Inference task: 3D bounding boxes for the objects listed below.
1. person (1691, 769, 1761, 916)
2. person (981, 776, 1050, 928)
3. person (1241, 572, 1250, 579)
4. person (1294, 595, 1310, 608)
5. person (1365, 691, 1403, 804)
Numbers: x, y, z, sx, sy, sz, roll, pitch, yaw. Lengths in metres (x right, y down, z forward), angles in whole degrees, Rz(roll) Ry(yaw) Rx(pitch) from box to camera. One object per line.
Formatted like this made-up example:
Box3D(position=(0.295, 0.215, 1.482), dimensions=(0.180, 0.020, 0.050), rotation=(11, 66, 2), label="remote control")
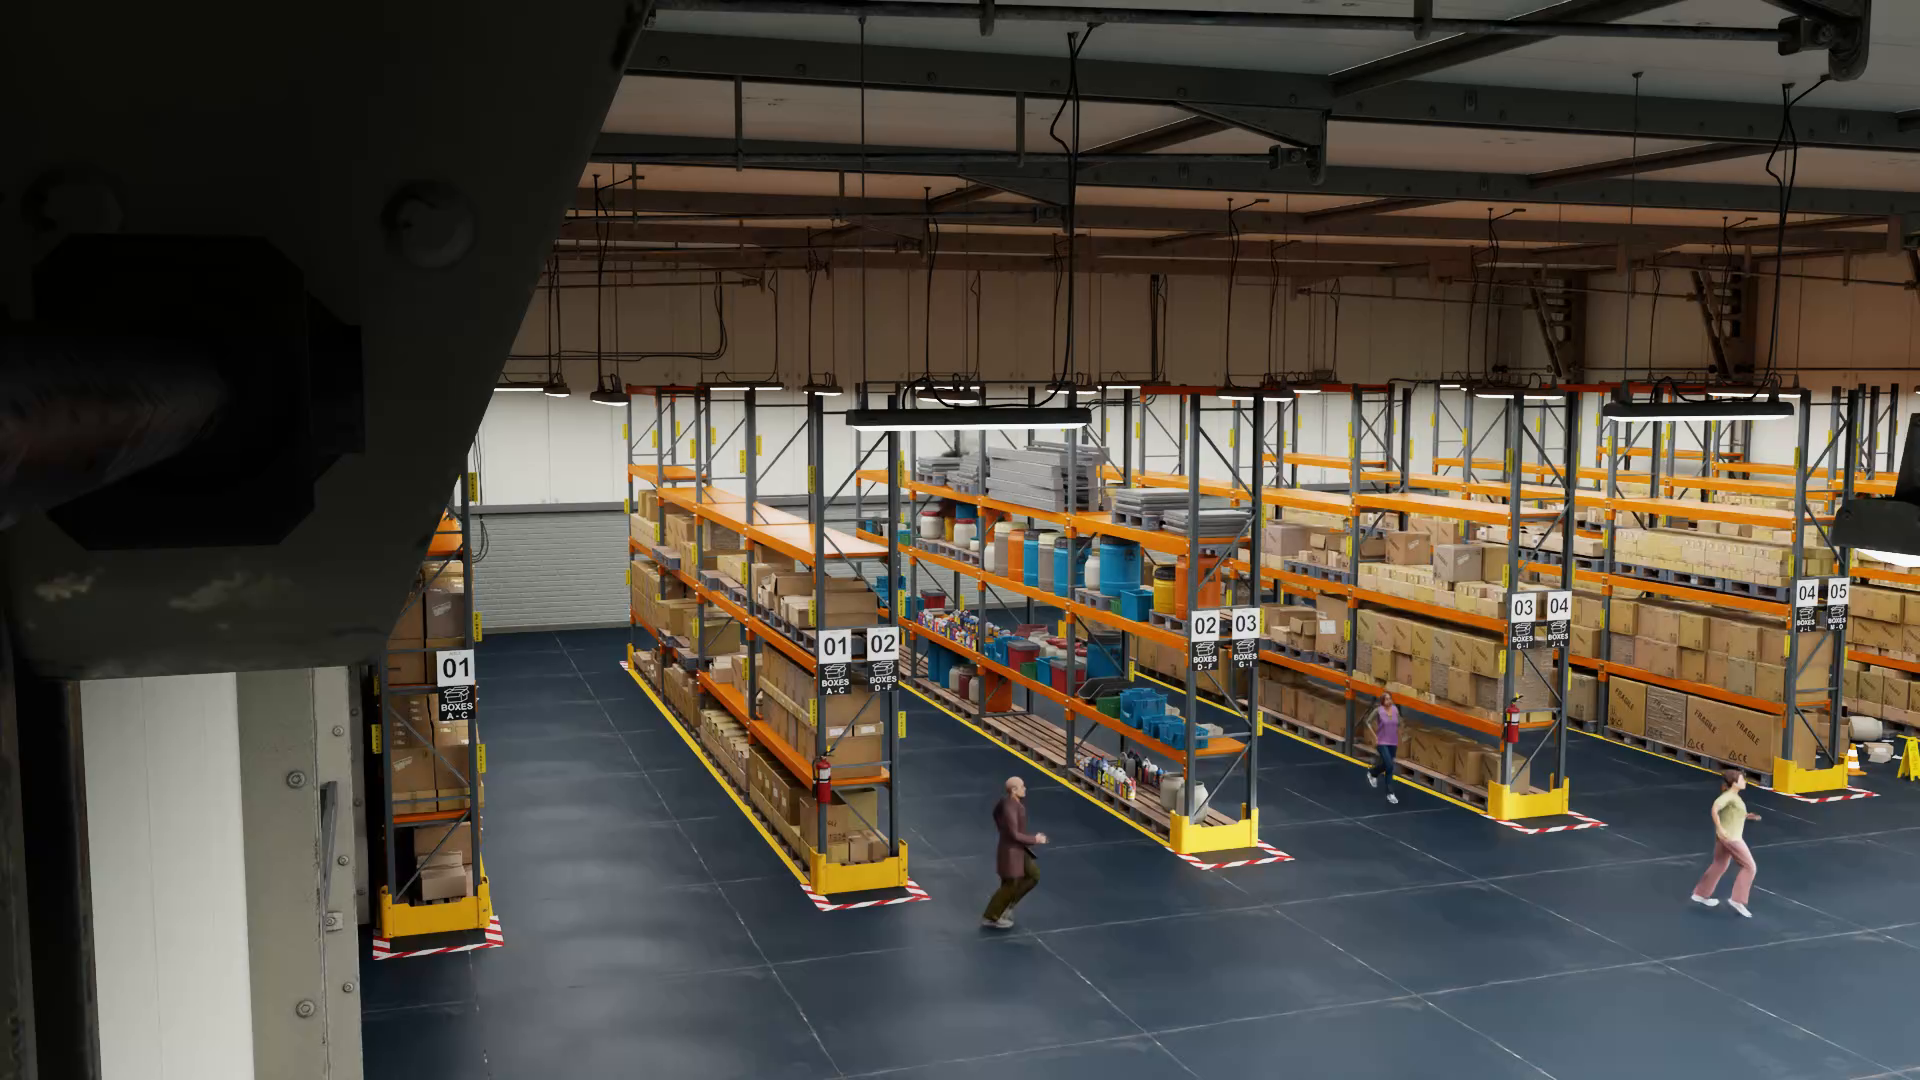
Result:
Box3D(position=(8.944, 3.514, 19.390), dimensions=(0.728, 1.721, 0.564), rotation=(1, 6, 14), label="person")
Box3D(position=(0.630, 3.518, 18.774), dimensions=(0.784, 1.737, 0.681), rotation=(1, 6, 7), label="person")
Box3D(position=(6.503, 1.594, 37.860), dimensions=(0.624, 1.763, 0.682), rotation=(-1, 6, -14), label="person")
Box3D(position=(8.613, 1.205, 41.860), dimensions=(0.563, 1.641, 0.581), rotation=(-2, 6, -18), label="person")
Box3D(position=(6.271, 3.013, 24.520), dimensions=(0.528, 1.604, 0.802), rotation=(-2, 6, -16), label="person")
